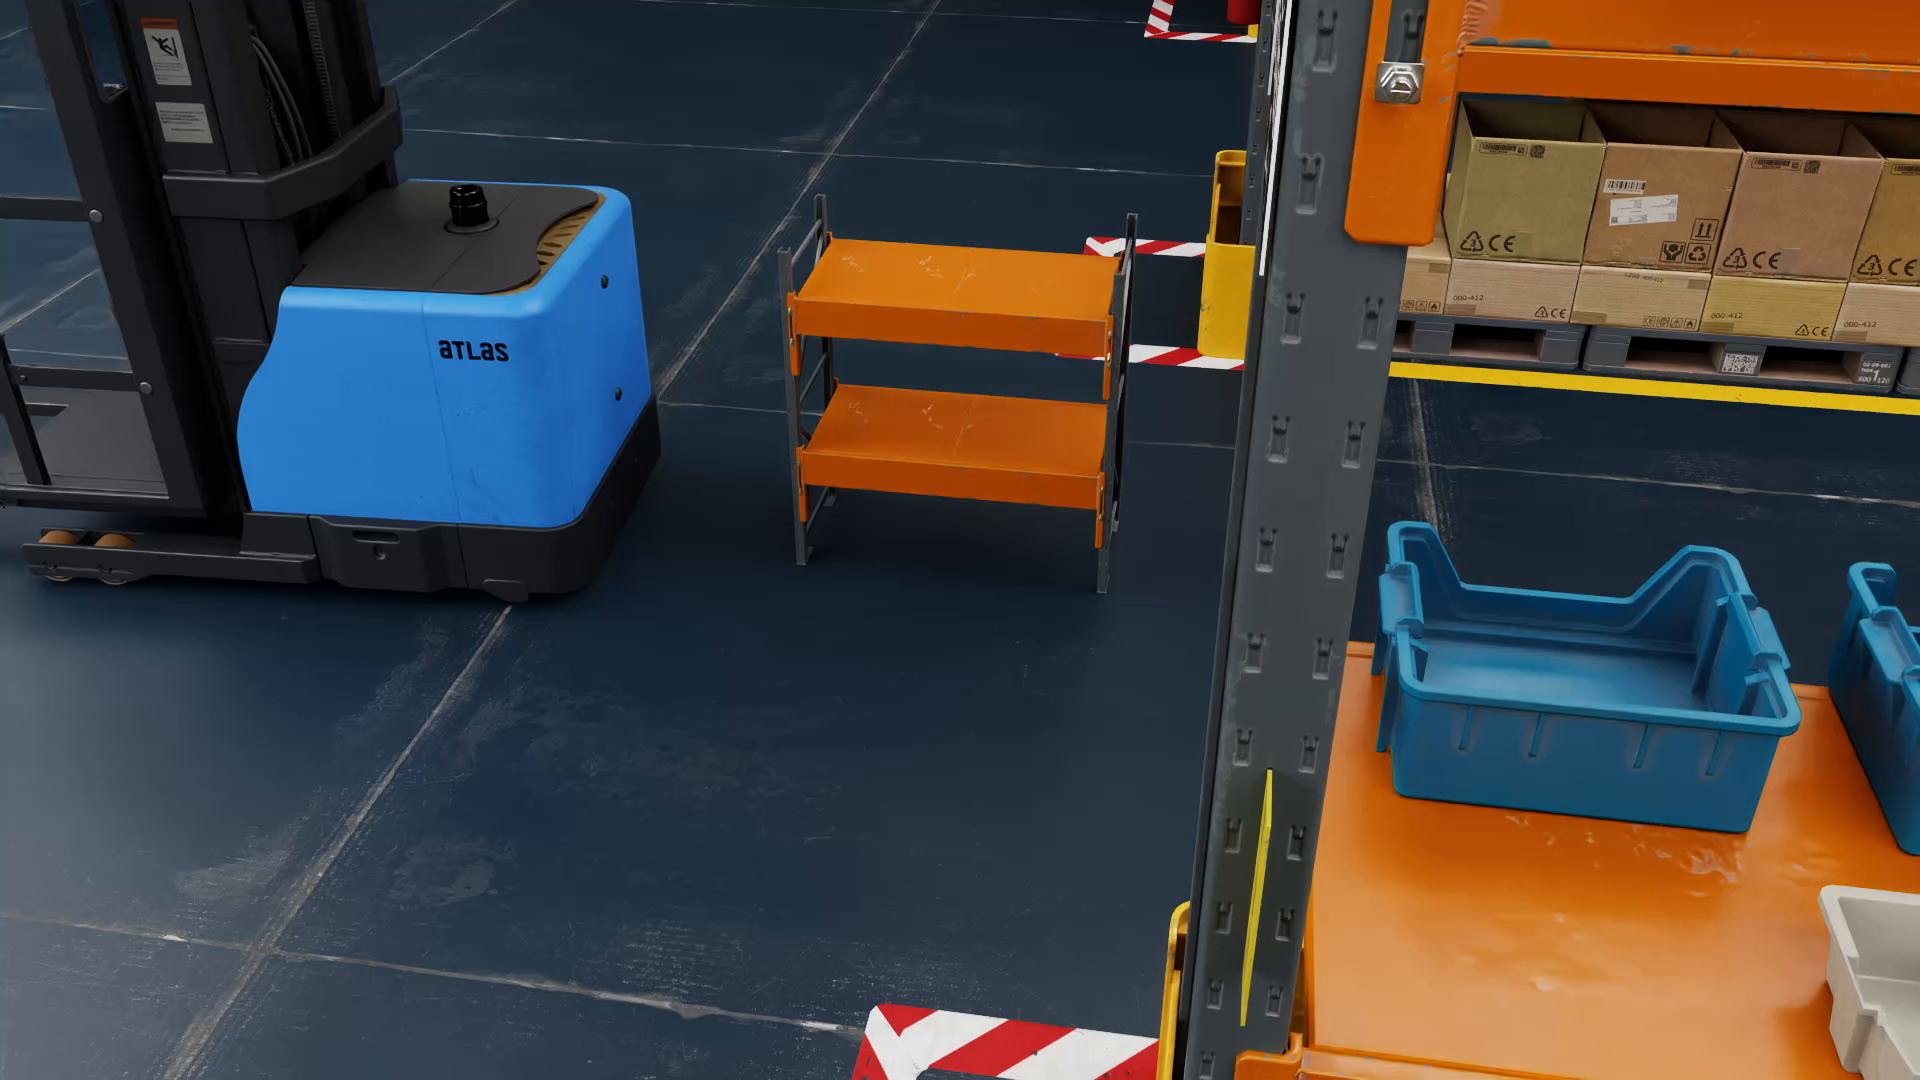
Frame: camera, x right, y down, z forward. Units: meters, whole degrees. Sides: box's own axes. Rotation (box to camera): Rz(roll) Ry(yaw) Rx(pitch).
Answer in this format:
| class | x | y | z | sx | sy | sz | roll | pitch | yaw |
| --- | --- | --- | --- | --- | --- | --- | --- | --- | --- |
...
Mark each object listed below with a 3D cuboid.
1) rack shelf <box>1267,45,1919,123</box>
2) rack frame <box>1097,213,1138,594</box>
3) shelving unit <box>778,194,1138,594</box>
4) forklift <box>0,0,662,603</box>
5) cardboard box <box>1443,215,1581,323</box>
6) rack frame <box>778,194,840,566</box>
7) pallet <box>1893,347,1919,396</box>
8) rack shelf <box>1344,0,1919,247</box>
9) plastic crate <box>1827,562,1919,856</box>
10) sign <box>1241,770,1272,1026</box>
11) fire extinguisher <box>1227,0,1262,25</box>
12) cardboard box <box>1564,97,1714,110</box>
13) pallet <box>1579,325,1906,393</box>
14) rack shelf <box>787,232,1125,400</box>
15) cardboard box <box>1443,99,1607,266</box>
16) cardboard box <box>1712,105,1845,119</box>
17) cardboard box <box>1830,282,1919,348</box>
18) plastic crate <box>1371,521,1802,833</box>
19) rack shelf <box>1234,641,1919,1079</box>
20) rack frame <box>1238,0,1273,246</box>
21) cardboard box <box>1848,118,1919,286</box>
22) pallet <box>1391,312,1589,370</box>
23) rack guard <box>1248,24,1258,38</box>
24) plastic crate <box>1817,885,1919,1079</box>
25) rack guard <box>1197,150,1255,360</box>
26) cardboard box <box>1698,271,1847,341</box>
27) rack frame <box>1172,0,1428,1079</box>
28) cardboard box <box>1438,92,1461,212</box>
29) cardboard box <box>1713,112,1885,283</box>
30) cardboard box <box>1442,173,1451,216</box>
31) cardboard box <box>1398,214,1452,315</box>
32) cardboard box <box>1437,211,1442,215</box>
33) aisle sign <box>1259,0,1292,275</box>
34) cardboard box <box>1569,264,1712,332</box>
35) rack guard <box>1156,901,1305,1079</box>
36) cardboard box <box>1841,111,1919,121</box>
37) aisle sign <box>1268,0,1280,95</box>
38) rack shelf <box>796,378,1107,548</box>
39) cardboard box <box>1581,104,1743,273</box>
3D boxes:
| class | x | y | z | sx | sy | sz | roll | pitch | yaw |
| --- | --- | --- | --- | --- | --- | --- | --- | --- | --- |
| rack shelf | 3.257 | -1.848 | 6.553 | 4.000 | 0.370 | 1.077 | 5 | 32 | 8 |
| rack frame | 0.508 | -0.431 | 5.378 | 0.032 | 1.125 | 0.500 | 5 | 32 | 8 |
| shelving unit | 0.007 | -0.476 | 5.451 | 1.048 | 1.125 | 0.538 | 5 | 32 | 8 |
| forklift | -2.653 | -1.368 | 5.173 | 3.031 | 2.935 | 1.130 | 3 | 32 | 5 |
| cardboard box | 2.270 | -1.137 | 6.935 | 0.500 | 0.250 | 0.500 | 5 | 32 | 8 |
| rack frame | -0.494 | -0.522 | 5.523 | 0.032 | 1.125 | 0.500 | 5 | 32 | 8 |
| pallet | 4.452 | -0.885 | 6.965 | 1.213 | 0.211 | 1.003 | 5 | 32 | 8 |
| rack shelf | 2.420 | -0.529 | 1.619 | 4.000 | 0.370 | 1.077 | 5 | 32 | 8 |
| plastic crate | 1.632 | 0.271 | 2.630 | 0.408 | 0.251 | 0.499 | 5 | 32 | 8 |
| sign | 0.352 | 0.429 | 1.977 | 0.005 | 0.325 | 0.100 | 5 | 32 | 8 |
| fire extinguisher | 1.247 | -2.552 | 7.073 | 0.183 | 0.674 | 0.296 | 5 | 32 | 8 |
| cardboard box | 2.853 | -1.688 | 7.108 | 0.500 | 0.500 | 0.500 | 5 | 32 | 8 |
| pallet | 3.246 | -0.993 | 7.137 | 1.213 | 0.211 | 1.003 | 5 | 32 | 8 |
| rack shelf | 0.007 | -0.724 | 5.295 | 1.000 | 0.278 | 0.538 | 5 | 32 | 8 |
| cardboard box | 2.270 | -1.454 | 6.735 | 0.500 | 0.500 | 0.500 | 5 | 32 | 8 |
| cardboard box | 3.345 | -1.643 | 7.036 | 0.500 | 0.500 | 0.500 | 5 | 32 | 8 |
| cardboard box | 3.748 | -1.001 | 6.717 | 0.500 | 0.250 | 0.500 | 5 | 32 | 8 |
| plastic crate | 0.992 | 0.210 | 2.727 | 0.616 | 0.251 | 0.499 | 5 | 32 | 8 |
| rack shelf | 2.420 | 0.742 | 2.415 | 4.000 | 0.370 | 1.077 | 5 | 32 | 8 |
| rack frame | 1.286 | -2.331 | 6.648 | 0.127 | 3.000 | 1.000 | 5 | 32 | 8 |
| cardboard box | 3.750 | -1.325 | 6.529 | 0.500 | 0.500 | 0.500 | 5 | 32 | 8 |
| pallet | 2.047 | -1.103 | 7.313 | 1.213 | 0.211 | 1.003 | 5 | 32 | 8 |
| rack guard | 2.190 | -3.856 | 11.440 | 0.348 | 0.500 | 1.175 | 5 | 32 | 8 |
| plastic crate | 1.277 | 0.619 | 2.183 | 0.250 | 0.136 | 0.298 | 5 | 32 | 8 |
| rack guard | 1.262 | -1.274 | 7.314 | 0.348 | 0.500 | 1.175 | 5 | 32 | 8 |
| cardboard box | 3.255 | -1.045 | 6.788 | 0.500 | 0.250 | 0.500 | 5 | 32 | 8 |
| rack frame | 0.448 | 0.261 | 2.506 | 0.053 | 2.616 | 0.949 | 5 | 32 | 8 |
| cardboard box | 1.864 | -1.770 | 7.239 | 0.500 | 0.500 | 0.500 | 5 | 32 | 8 |
| cardboard box | 3.255 | -1.362 | 6.588 | 0.500 | 0.500 | 0.500 | 5 | 32 | 8 |
| cardboard box | 2.359 | -1.412 | 7.375 | 0.500 | 0.250 | 0.500 | 5 | 32 | 8 |
| cardboard box | 1.777 | -1.180 | 7.003 | 0.500 | 0.250 | 0.500 | 5 | 32 | 8 |
| cardboard box | 1.864 | -1.451 | 7.436 | 0.500 | 0.250 | 0.500 | 5 | 32 | 8 |
| aisle sign | 0.328 | -0.696 | 1.585 | 0.004 | 0.787 | 0.394 | 5 | 32 | 8 |
| cardboard box | 2.763 | -1.092 | 6.863 | 0.500 | 0.250 | 0.500 | 5 | 32 | 8 |
| rack guard | 0.532 | 1.301 | 3.201 | 0.348 | 0.500 | 1.175 | 5 | 32 | 8 |
| cardboard box | 3.838 | -1.599 | 6.966 | 0.500 | 0.500 | 0.500 | 5 | 32 | 8 |
| aisle sign | 0.428 | -1.005 | 2.078 | 0.004 | 0.787 | 0.394 | 5 | 32 | 8 |
| rack shelf | 0.007 | -0.269 | 5.580 | 1.000 | 0.278 | 0.538 | 5 | 32 | 8 |
| cardboard box | 2.765 | -1.416 | 6.674 | 0.500 | 0.500 | 0.500 | 5 | 32 | 8 |
